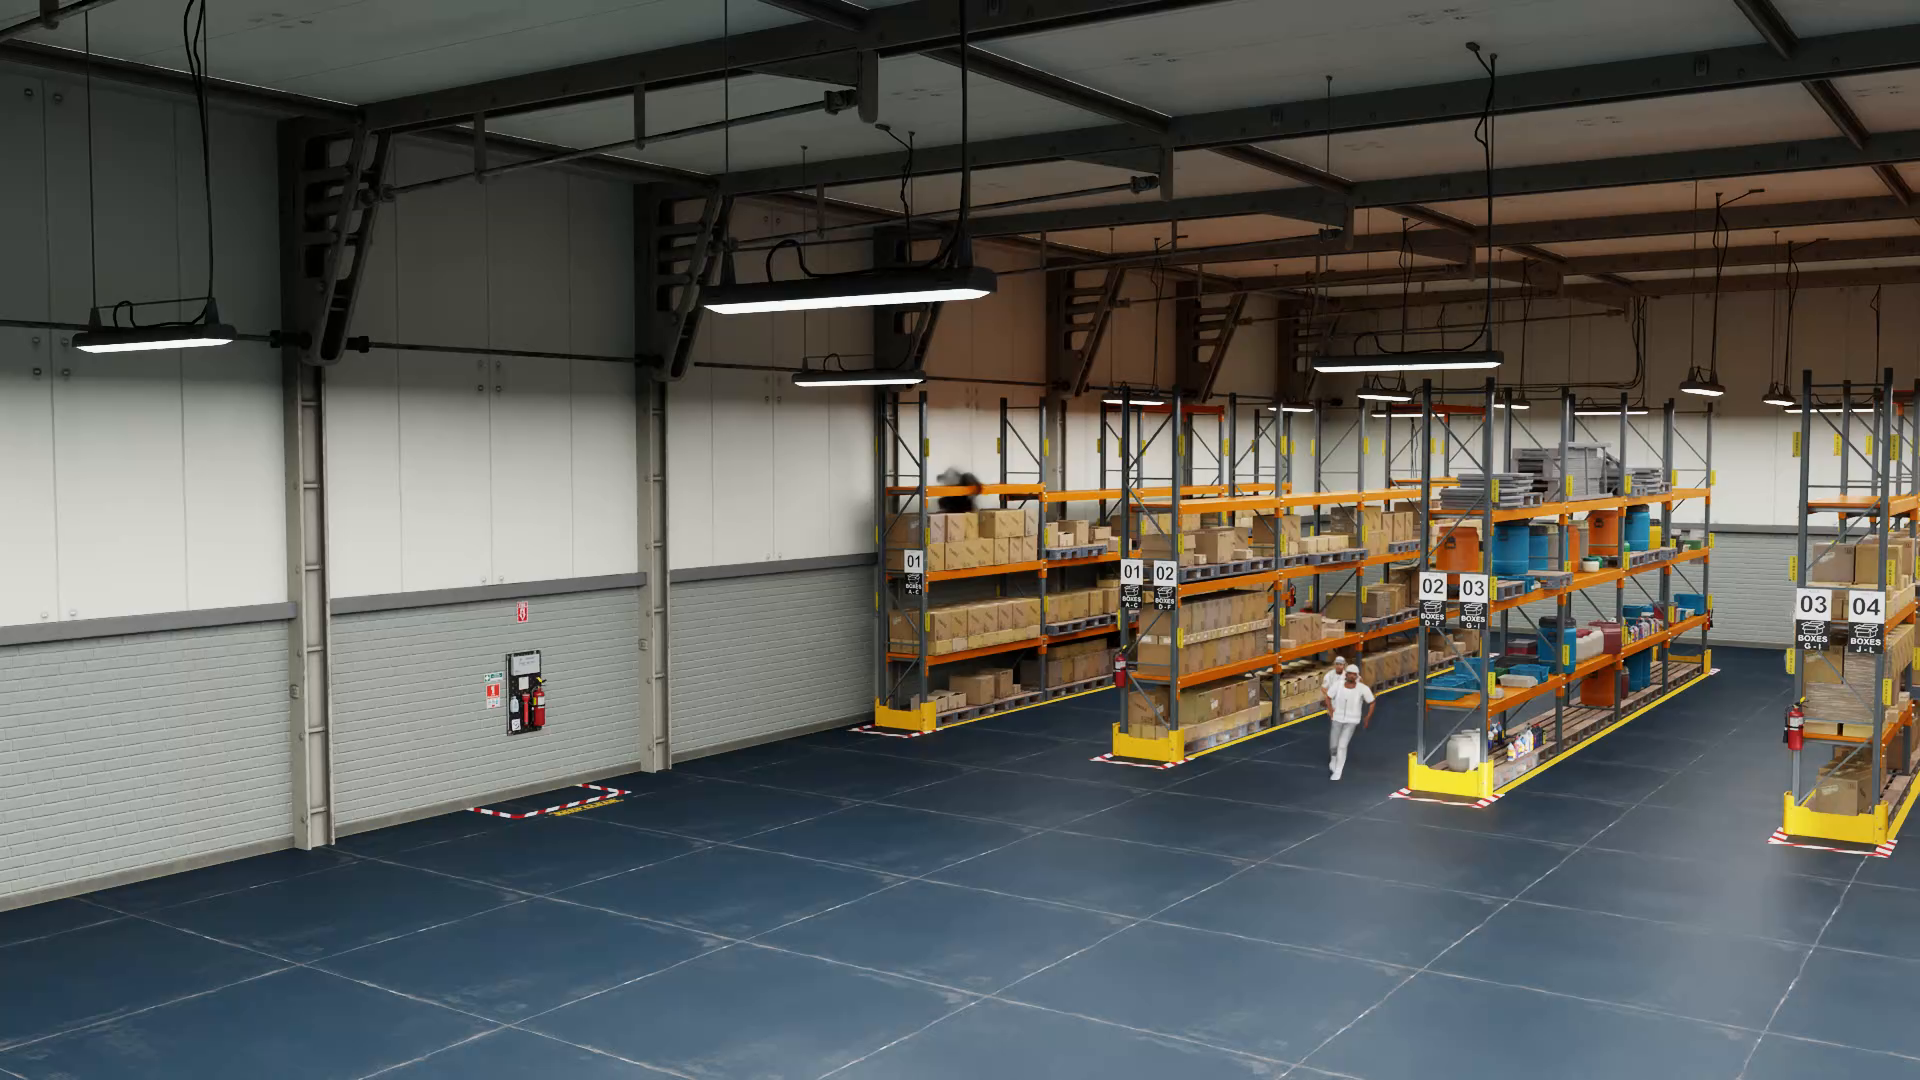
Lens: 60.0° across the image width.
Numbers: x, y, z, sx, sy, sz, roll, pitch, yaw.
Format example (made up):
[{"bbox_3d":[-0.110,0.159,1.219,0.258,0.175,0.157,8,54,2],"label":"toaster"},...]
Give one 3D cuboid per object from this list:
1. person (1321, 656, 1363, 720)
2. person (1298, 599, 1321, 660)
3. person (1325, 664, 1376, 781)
[{"bbox_3d":[6.138,2.701,26.738,0.626,1.703,0.828,1,3,23],"label":"person"},{"bbox_3d":[7.623,2.130,36.491,0.662,1.682,0.617,2,4,31],"label":"person"},{"bbox_3d":[5.895,2.738,25.191,0.758,1.735,0.802,1,3,25],"label":"person"}]
